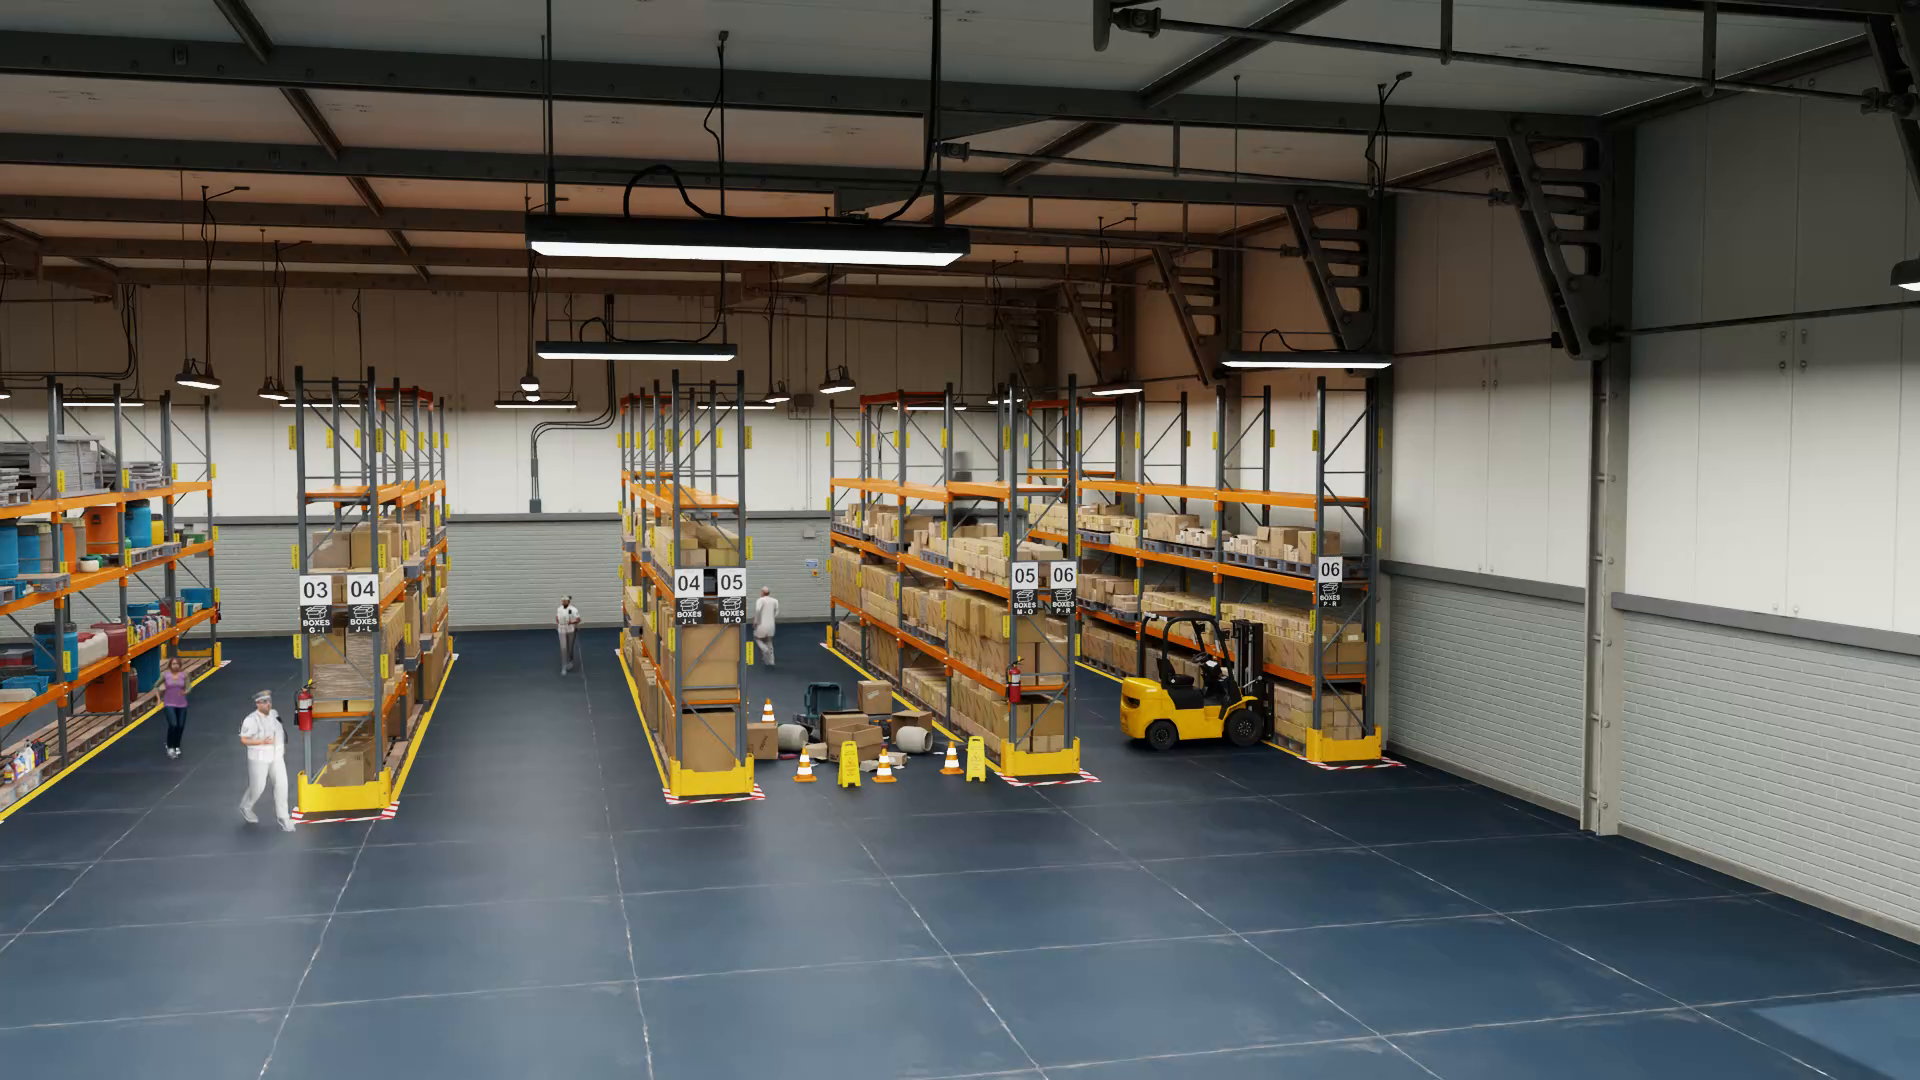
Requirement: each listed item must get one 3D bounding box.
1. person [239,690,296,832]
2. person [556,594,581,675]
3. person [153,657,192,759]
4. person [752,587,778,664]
[{"bbox_3d":[-8.970,2.830,21.438,0.937,1.817,0.656,2,4,35],"label":"person"},{"bbox_3d":[-8.456,2.016,35.893,0.566,1.712,0.870,0,3,-5],"label":"person"},{"bbox_3d":[-12.358,2.638,26.164,0.510,1.592,0.661,-3,4,-39],"label":"person"},{"bbox_3d":[-4.380,1.912,37.237,0.690,1.733,0.715,-3,4,-38],"label":"person"}]
